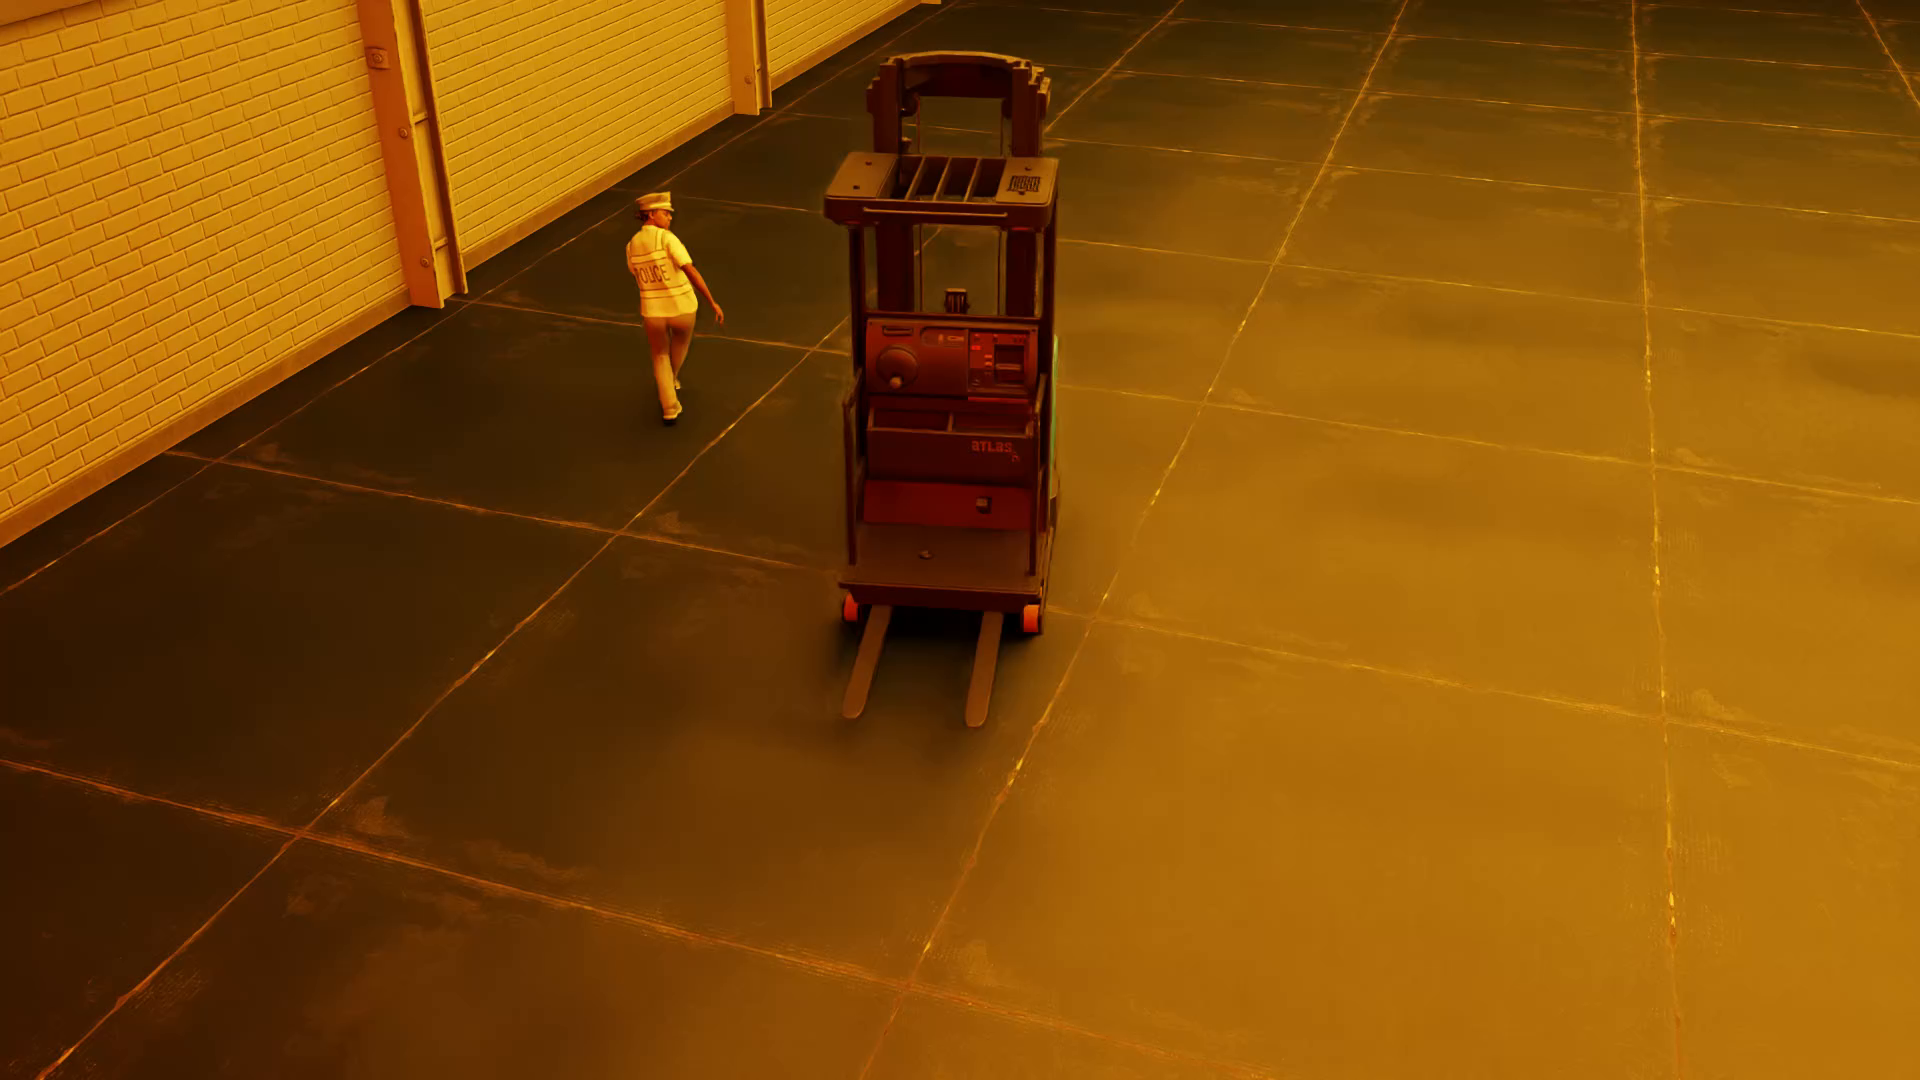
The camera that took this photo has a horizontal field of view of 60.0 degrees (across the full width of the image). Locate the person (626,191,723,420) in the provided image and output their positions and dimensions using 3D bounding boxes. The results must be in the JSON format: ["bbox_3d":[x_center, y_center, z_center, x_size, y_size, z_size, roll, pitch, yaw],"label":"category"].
[{"bbox_3d":[-1.918,-1.633,11.441,0.704,1.542,0.779,2,30,4],"label":"person"}]

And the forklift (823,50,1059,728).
[{"bbox_3d":[-0.068,-0.937,8.780,1.130,2.935,3.031,3,30,6],"label":"forklift"}]
